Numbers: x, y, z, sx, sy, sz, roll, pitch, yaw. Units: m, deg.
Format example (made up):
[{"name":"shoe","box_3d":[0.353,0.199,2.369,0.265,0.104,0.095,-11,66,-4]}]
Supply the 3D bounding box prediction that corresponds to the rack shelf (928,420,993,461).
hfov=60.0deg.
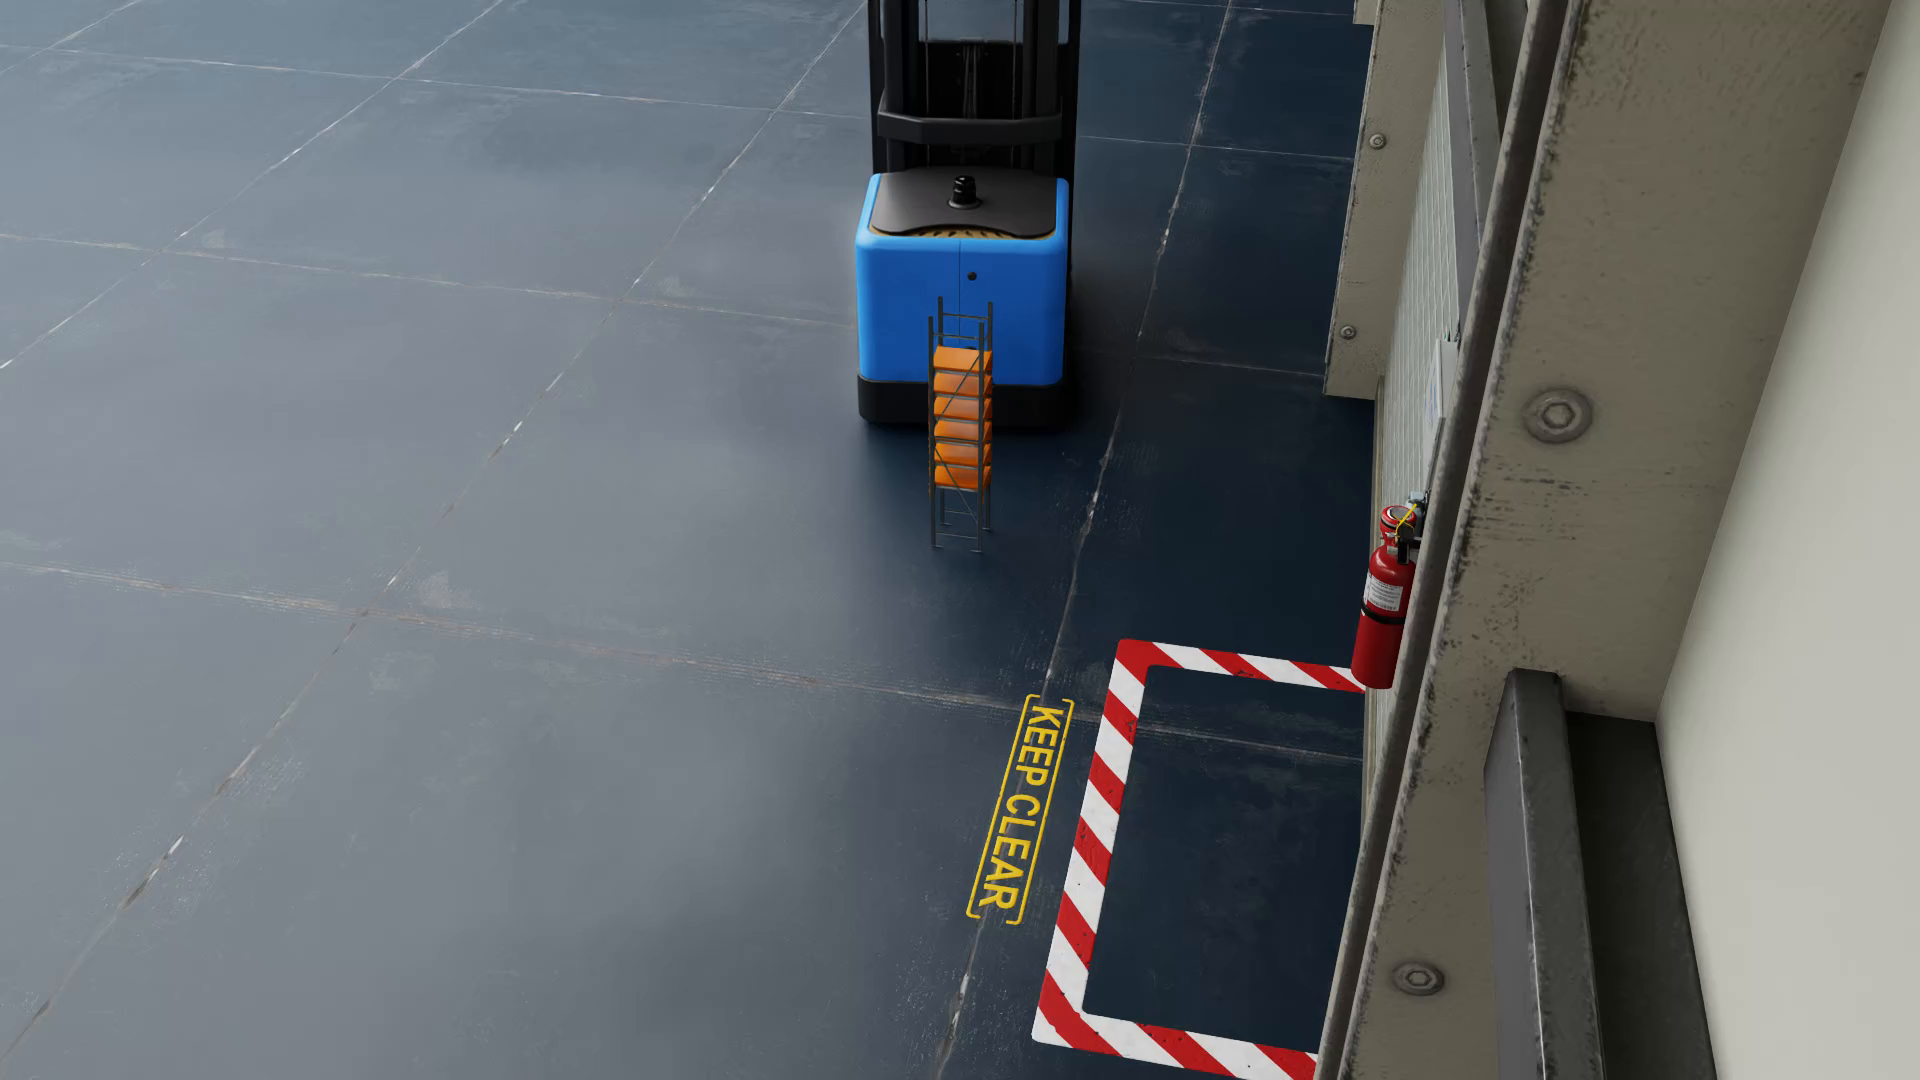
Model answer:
[{"name":"rack shelf","box_3d":[0.003,-0.458,7.435,0.258,0.103,0.180,7,37,10]}]

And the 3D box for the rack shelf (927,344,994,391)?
[{"name":"rack shelf","box_3d":[0.003,-0.750,7.224,0.258,0.103,0.180,7,37,10]}]

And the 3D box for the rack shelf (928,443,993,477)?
[{"name":"rack shelf","box_3d":[0.003,-0.361,7.506,0.258,0.103,0.180,7,37,10]}]

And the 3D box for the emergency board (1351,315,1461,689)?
[{"name":"emergency board","box_3d":[1.400,-0.054,5.269,0.194,1.169,0.643,7,37,10]}]

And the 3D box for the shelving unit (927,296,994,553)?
[{"name":"shelving unit","box_3d":[0.003,-0.494,7.409,0.258,1.200,0.189,7,37,10]}]

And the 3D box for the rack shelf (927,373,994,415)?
[{"name":"rack shelf","box_3d":[0.003,-0.652,7.295,0.258,0.103,0.180,7,37,10]}]

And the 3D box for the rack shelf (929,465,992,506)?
[{"name":"rack shelf","box_3d":[0.003,-0.264,7.576,0.258,0.103,0.180,7,37,10]}]

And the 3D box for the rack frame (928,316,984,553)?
[{"name":"rack frame","box_3d":[-0.016,-0.442,7.337,0.240,1.200,0.006,7,37,10]}]

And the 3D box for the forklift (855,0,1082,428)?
[{"name":"forklift","box_3d":[0.089,-2.599,8.838,1.130,2.935,3.031,2,36,3]}]

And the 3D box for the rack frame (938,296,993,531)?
[{"name":"rack frame","box_3d":[0.023,-0.547,7.482,0.240,1.200,0.006,7,37,10]}]

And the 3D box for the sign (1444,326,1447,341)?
[{"name":"sign","box_3d":[1.609,-0.586,5.520,0.001,0.109,0.331,7,37,10]}]

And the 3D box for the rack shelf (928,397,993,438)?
[{"name":"rack shelf","box_3d":[0.003,-0.555,7.365,0.258,0.103,0.180,7,37,10]}]

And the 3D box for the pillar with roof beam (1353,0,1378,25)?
[{"name":"pillar with roof beam","box_3d":[-0.808,-8.491,11.797,9.100,9.000,0.400,7,37,10]}]

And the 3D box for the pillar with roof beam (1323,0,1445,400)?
[{"name":"pillar with roof beam","box_3d":[-2.090,-5.051,7.051,9.100,9.000,0.400,7,37,10]}]
